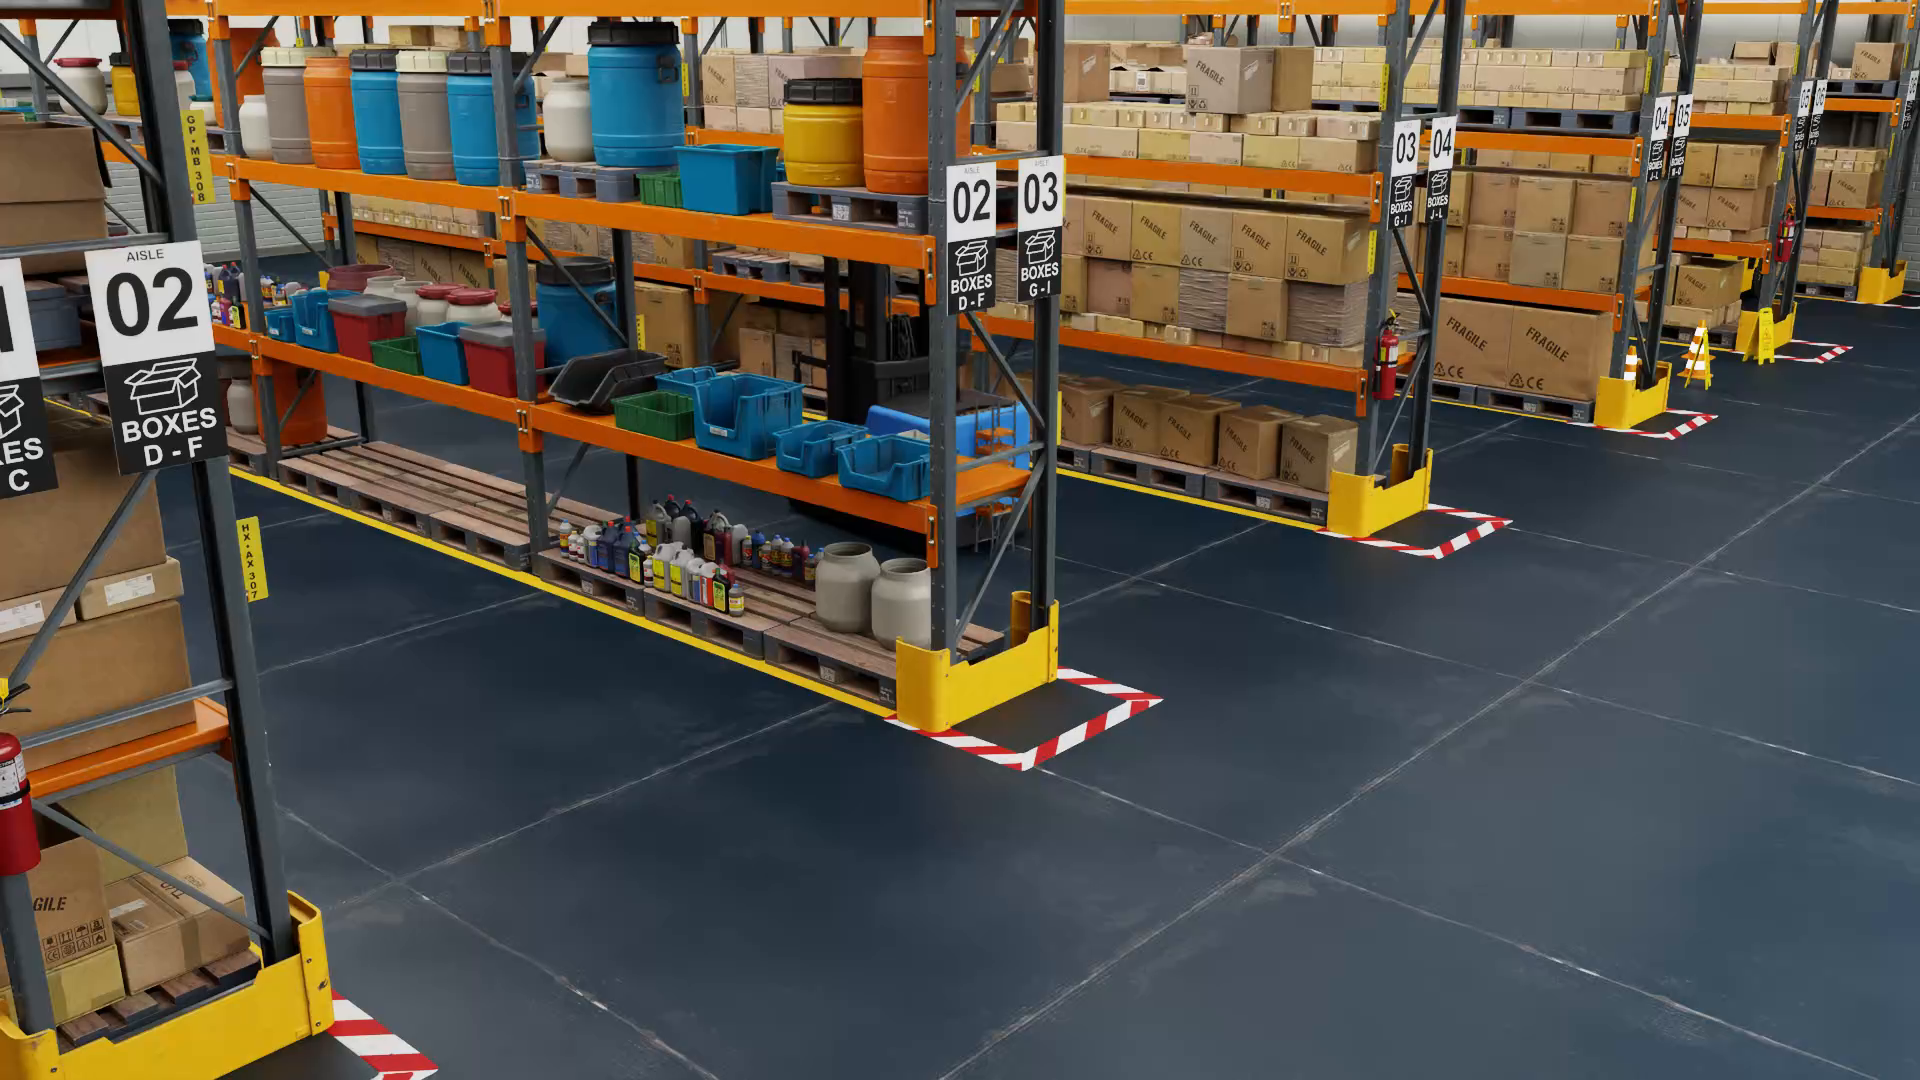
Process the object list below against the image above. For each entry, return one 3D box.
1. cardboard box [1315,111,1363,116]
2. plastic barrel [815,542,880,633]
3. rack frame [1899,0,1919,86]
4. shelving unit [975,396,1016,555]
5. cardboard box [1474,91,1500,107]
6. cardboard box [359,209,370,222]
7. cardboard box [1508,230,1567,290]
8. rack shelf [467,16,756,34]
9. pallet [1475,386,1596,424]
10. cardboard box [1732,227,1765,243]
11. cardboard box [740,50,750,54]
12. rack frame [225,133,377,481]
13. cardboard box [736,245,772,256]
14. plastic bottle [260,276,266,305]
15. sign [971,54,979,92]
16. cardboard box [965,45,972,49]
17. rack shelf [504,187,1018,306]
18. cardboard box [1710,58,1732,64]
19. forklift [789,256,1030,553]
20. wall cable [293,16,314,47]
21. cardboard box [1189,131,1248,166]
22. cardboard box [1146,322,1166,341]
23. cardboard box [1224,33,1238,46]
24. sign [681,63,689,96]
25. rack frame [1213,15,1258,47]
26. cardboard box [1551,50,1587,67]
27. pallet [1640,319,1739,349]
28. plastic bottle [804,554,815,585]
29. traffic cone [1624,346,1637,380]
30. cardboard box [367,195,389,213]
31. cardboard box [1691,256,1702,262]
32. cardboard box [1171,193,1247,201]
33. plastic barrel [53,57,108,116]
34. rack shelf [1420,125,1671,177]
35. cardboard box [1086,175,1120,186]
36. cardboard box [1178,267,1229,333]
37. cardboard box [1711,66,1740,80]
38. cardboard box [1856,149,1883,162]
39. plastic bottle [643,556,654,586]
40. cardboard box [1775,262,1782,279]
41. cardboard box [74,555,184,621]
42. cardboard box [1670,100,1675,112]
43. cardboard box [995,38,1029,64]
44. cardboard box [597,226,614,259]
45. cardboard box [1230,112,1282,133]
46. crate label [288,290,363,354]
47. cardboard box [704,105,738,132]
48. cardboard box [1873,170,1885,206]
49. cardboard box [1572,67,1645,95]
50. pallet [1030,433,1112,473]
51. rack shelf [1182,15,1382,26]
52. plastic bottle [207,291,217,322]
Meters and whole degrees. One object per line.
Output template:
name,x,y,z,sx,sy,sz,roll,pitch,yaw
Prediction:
cardboard box,3.041,-3.343,13.315,0.250,0.149,0.380,15,23,38
plastic barrel,-0.712,0.301,10.624,0.421,0.512,0.421,0,18,0
rack frame,13.364,-7.815,22.861,0.127,3.000,1.000,15,23,39
shelving unit,0.269,-0.476,12.626,0.258,1.200,0.189,-14,23,-38
cardboard box,5.438,-4.495,16.913,0.250,0.149,0.380,15,23,40
cardboard box,-7.846,-4.382,22.376,0.250,0.149,0.380,15,23,38
cardboard box,6.128,-2.933,17.147,0.550,0.550,0.875,15,23,39
rack shelf,-3.986,-5.924,18.751,4.000,0.370,1.077,15,23,39
pallet,6.212,-1.506,17.507,1.213,0.211,1.003,15,23,39
cardboard box,9.650,-3.739,20.350,0.250,0.149,0.380,16,24,41
cardboard box,-2.944,-6.979,23.947,0.250,0.149,0.380,15,23,39
rack frame,-5.777,-2.076,14.693,0.127,3.000,1.000,15,23,39
cardboard box,-2.059,-3.345,17.832,0.500,0.500,0.500,12,21,33
plastic bottle,-6.646,-2.389,15.894,0.097,0.271,0.097,0,18,0
sign,0.136,-4.131,14.704,0.005,0.325,0.100,15,23,39
cardboard box,0.156,-6.430,22.023,0.258,0.266,0.396,15,23,39
rack shelf,-1.290,-1.958,10.552,4.000,0.370,1.077,15,23,39
cardboard box,11.280,-7.006,24.632,0.258,0.266,0.396,14,23,38
forklift,-0.771,-1.674,13.542,1.130,2.935,3.031,-14,23,-38
wall cable,-10.415,-11.110,27.926,0.120,5.999,2.277,15,23,39
cardboard box,2.211,-3.192,13.500,0.500,0.250,0.500,16,23,40
cardboard box,1.811,-1.824,14.316,0.250,0.149,0.380,15,23,39
cardboard box,4.882,-9.171,30.470,0.258,0.266,0.396,15,23,39
sign,-2.864,-4.786,17.290,0.005,0.325,0.100,15,23,39
rack frame,4.088,-8.298,24.381,0.127,3.000,1.000,15,23,39
cardboard box,6.007,-4.722,16.312,0.250,0.149,0.380,16,23,40
pallet,9.431,-2.689,21.237,1.213,0.211,1.003,15,23,39
plastic bottle,-1.021,0.199,11.423,0.097,0.201,0.097,0,18,0
traffic cone,7.407,-1.911,18.367,0.334,0.463,0.336,15,23,39
cardboard box,-7.527,-4.511,22.122,0.500,0.250,0.500,14,22,37
cardboard box,9.240,-3.412,21.516,0.500,0.500,0.500,14,22,37
cardboard box,2.141,-2.729,14.442,0.500,0.500,0.500,15,23,39
plastic barrel,-8.542,-4.411,16.174,0.433,0.535,0.433,0,18,0
rack shelf,5.366,-4.180,17.555,4.000,0.370,1.077,15,23,39
cardboard box,1.972,-4.526,20.597,0.500,0.500,0.700,15,23,38
cardboard box,2.302,-2.079,14.048,0.500,0.500,0.875,15,23,39
cardboard box,9.252,-5.631,20.034,0.250,0.149,0.380,15,23,39
cardboard box,12.956,-5.479,23.687,0.250,0.149,0.380,15,23,39
plastic bottle,-2.120,0.208,11.398,0.097,0.201,0.097,0,18,0
cardboard box,12.069,-4.073,24.837,0.500,0.250,0.500,15,23,40
cardboard box,-3.235,0.166,6.391,0.250,0.149,0.380,15,23,39
cardboard box,8.872,-5.359,20.496,0.250,0.149,0.380,15,23,39
cardboard box,0.796,-8.132,27.794,0.500,0.500,0.500,16,23,40
cardboard box,-3.783,-3.492,18.990,0.500,0.500,0.500,14,22,38
cardboard box,2.379,-3.355,13.355,0.250,0.149,0.380,15,23,40
crate label,-5.214,-1.832,13.866,0.616,0.435,0.502,15,23,39
cardboard box,-2.307,-4.403,17.314,0.500,0.250,0.500,16,23,40
cardboard box,13.177,-5.166,24.265,0.500,0.500,0.500,16,24,41
cardboard box,6.310,-4.475,16.191,0.500,0.250,0.500,15,23,40
pallet,1.028,-0.937,15.716,1.213,0.211,1.003,15,23,39
rack shelf,5.884,-9.290,29.357,4.000,0.370,1.077,15,23,39
plastic bottle,-6.756,-2.112,15.020,0.097,0.271,0.097,0,18,0
